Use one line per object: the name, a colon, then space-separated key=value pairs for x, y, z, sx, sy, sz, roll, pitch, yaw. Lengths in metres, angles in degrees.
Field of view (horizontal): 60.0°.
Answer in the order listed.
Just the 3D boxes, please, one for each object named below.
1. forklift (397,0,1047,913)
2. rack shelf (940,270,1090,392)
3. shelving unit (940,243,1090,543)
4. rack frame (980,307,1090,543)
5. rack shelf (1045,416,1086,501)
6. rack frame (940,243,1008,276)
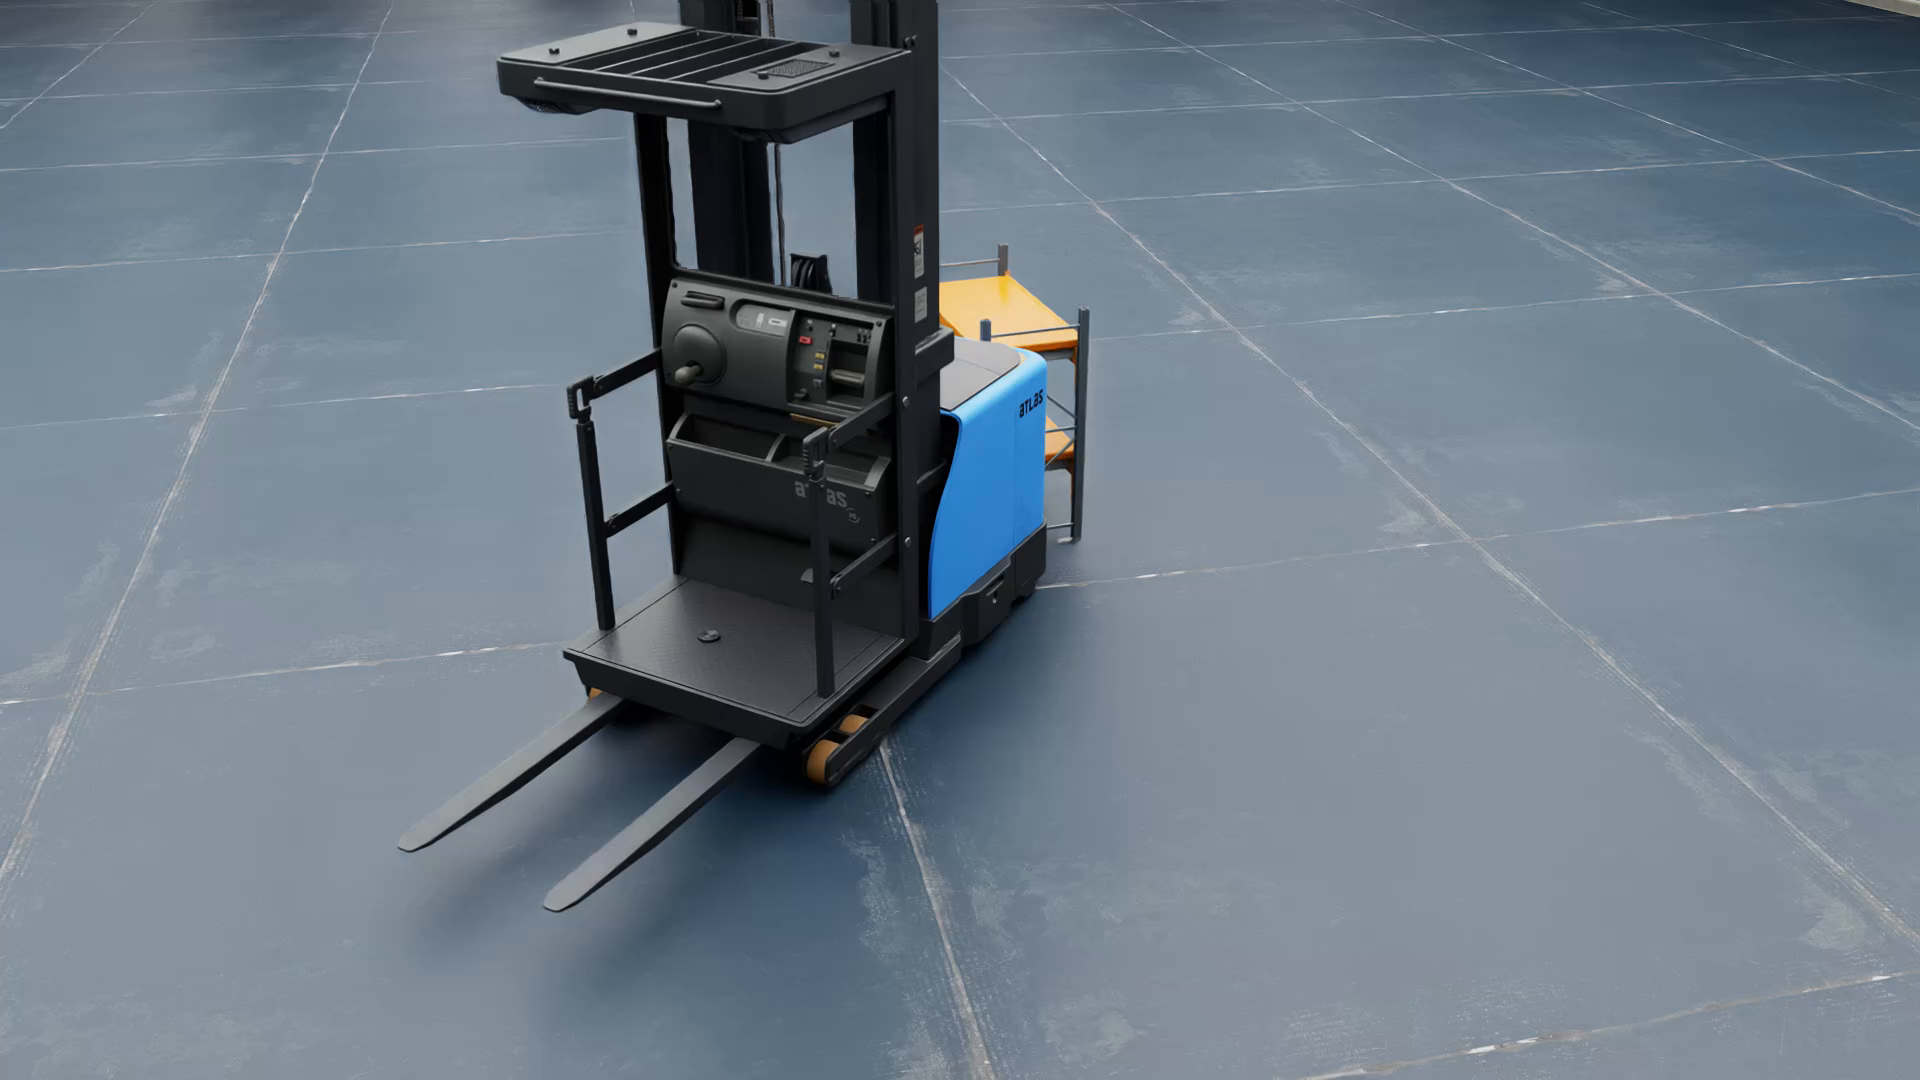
forklift: x=-0.777 y=-0.654 z=5.793 sx=1.130 sy=2.935 sz=3.031 roll=14 pitch=30 yaw=26
rack shelf: x=0.160 y=-0.952 z=7.739 sx=0.538 sy=0.278 sz=1.000 roll=-9 pitch=28 yaw=-17
shelving unit: x=0.160 y=-0.691 z=7.870 sx=0.538 sy=1.125 sz=1.048 roll=-9 pitch=28 yaw=-17
rack frame: x=0.325 y=-0.474 z=7.441 sx=0.500 sy=1.125 sz=0.032 roll=-9 pitch=28 yaw=-17
rack shelf: x=0.160 y=-0.473 z=7.981 sx=0.538 sy=0.278 sz=1.000 roll=-9 pitch=28 yaw=-17
rack frame: x=-0.006 y=-0.907 z=8.299 sx=0.500 sy=1.125 sz=0.032 roll=-9 pitch=28 yaw=-17
